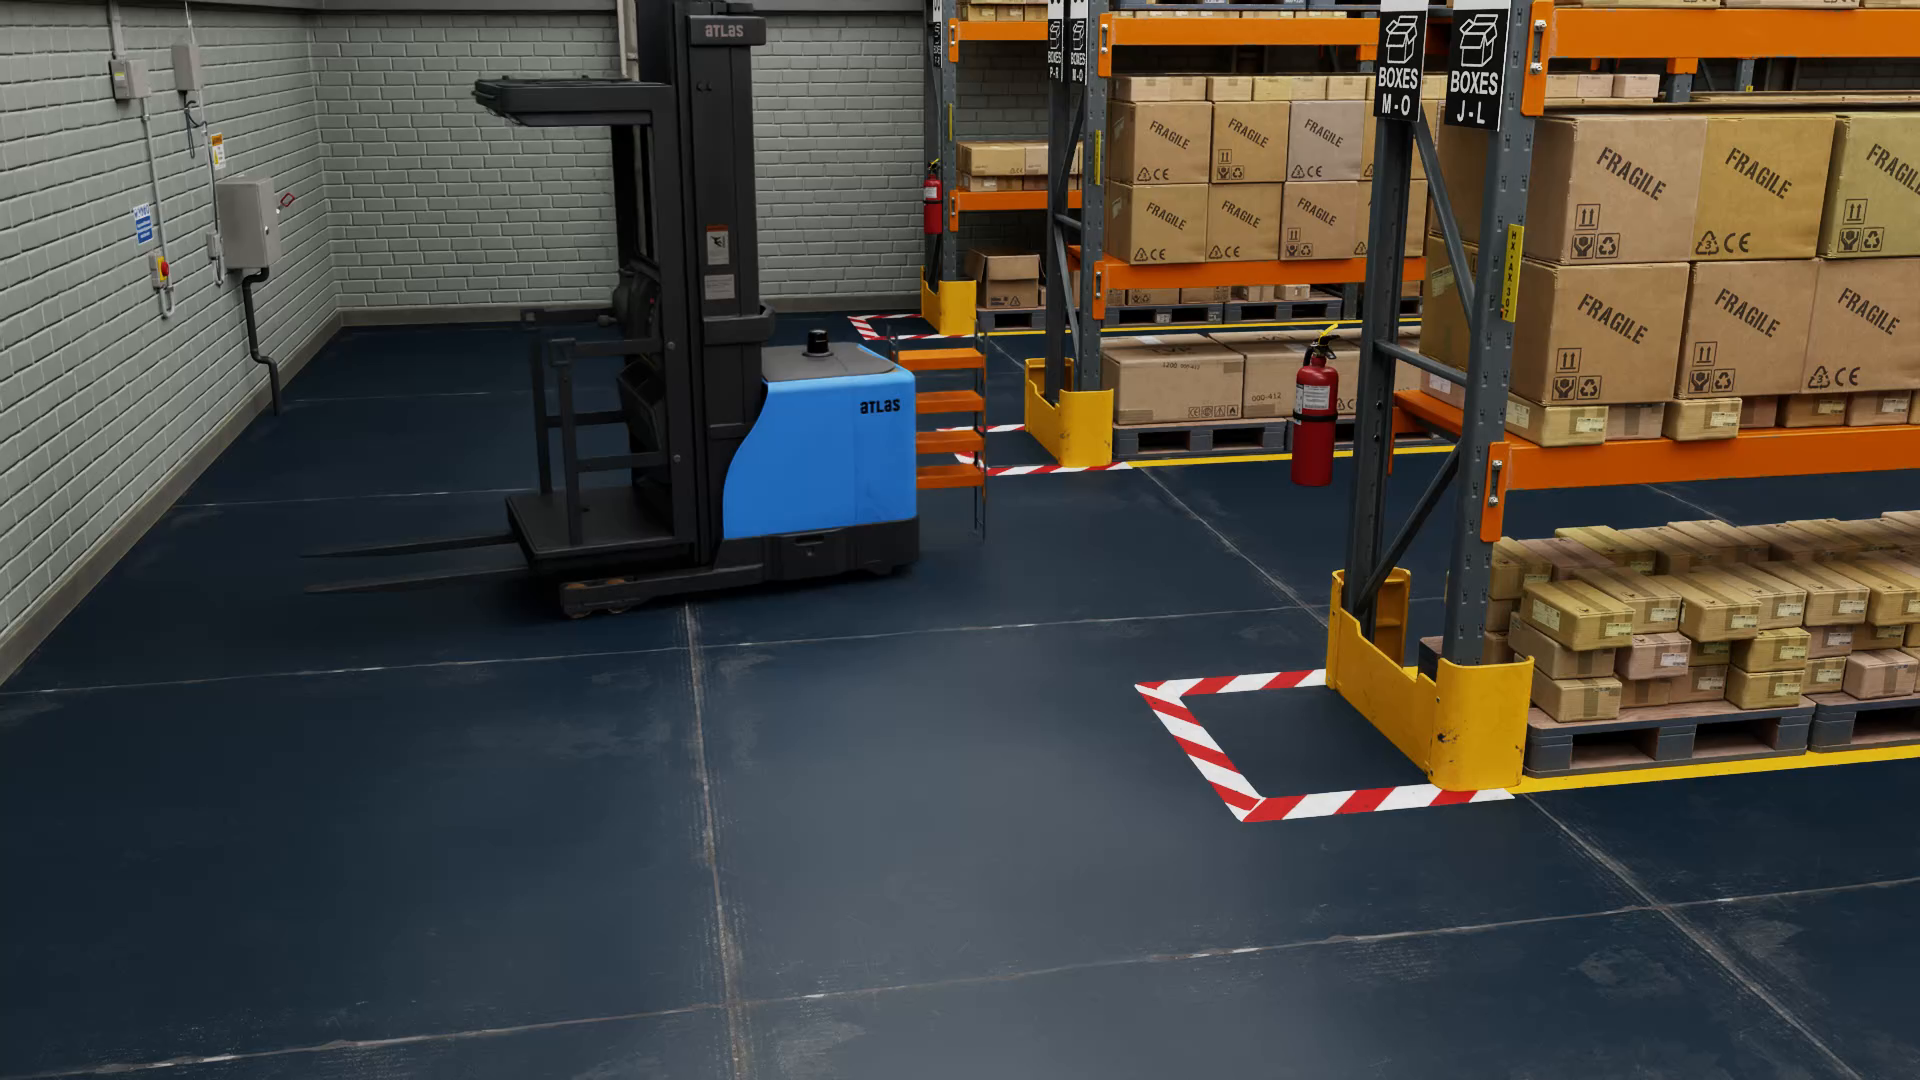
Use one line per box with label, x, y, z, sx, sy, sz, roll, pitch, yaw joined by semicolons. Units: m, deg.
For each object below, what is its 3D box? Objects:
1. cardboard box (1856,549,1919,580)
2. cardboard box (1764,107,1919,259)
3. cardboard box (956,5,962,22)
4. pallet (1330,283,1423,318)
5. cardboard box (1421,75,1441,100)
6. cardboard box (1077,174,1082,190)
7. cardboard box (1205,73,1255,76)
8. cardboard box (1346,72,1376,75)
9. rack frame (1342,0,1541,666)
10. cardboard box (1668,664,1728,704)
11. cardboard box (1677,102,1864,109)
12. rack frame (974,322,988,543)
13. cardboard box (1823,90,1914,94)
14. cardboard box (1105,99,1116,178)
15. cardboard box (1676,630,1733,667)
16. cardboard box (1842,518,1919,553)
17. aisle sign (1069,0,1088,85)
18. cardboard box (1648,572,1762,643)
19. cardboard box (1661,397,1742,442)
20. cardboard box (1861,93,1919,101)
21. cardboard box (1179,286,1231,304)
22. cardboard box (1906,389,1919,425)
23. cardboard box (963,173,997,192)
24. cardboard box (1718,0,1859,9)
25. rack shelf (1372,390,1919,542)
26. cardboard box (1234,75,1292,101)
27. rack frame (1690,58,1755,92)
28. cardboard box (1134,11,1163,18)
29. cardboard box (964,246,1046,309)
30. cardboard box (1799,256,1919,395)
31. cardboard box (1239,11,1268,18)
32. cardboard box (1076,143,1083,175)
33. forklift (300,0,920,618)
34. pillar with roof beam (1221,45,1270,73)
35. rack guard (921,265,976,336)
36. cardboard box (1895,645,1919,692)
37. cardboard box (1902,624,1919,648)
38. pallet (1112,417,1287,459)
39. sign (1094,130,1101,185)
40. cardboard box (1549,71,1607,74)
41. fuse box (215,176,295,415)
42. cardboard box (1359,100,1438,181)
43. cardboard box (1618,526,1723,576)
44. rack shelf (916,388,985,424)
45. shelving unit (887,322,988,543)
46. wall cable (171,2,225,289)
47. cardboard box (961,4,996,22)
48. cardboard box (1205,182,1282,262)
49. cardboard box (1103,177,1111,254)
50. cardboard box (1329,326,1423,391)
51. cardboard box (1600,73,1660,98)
cardboard box;3.887;0.167;6.788;0.250;0.149;0.380;-3;17;-10
cardboard box;3.292;-1.328;6.147;0.500;0.500;0.500;-4;17;-12
cardboard box;0.078;-4.910;15.507;0.250;0.149;0.380;-3;17;-9
pallet;4.526;-2.457;16.953;1.213;0.211;1.003;-3;17;-10
cardboard box;2.933;-2.959;10.860;0.250;0.149;0.380;-3;17;-10
cardboard box;1.194;-3.395;15.686;0.250;0.149;0.380;-3;17;-10
cardboard box;1.805;-3.056;11.175;0.250;0.149;0.380;-3;17;-9
cardboard box;2.822;-3.117;11.373;0.250;0.149;0.380;-3;17;-10
rack frame;1.791;-0.659;6.349;0.127;3.000;1.000;-3;17;-10
cardboard box;2.850;0.512;6.677;0.250;0.149;0.380;-3;17;-10
cardboard box;3.200;-1.484;6.655;0.500;0.500;0.500;-2;17;-8
rack frame;0.114;-0.589;9.185;0.015;1.200;0.240;-4;18;-13
cardboard box;6.585;-3.013;12.140;0.500;0.500;0.500;-3;17;-10
cardboard box;1.181;-2.702;11.126;0.500;0.500;0.500;-3;17;-9
cardboard box;2.857;0.367;6.641;0.250;0.149;0.380;-3;17;-10
cardboard box;4.051;0.032;7.225;0.250;0.149;0.380;-4;18;-13
aisle sign;0.737;-3.236;10.310;0.004;0.787;0.394;-3;17;-10
cardboard box;2.890;0.260;6.483;0.250;0.149;0.380;-3;17;-11
cardboard box;2.688;-0.488;6.221;0.250;0.149;0.380;-4;17;-12
cardboard box;6.660;-2.865;11.657;0.500;0.500;0.500;-4;17;-11
cardboard box;2.292;-2.618;16.269;0.500;0.500;0.700;-4;18;-13
cardboard box;3.693;-0.564;6.468;0.250;0.149;0.380;-3;17;-8
cardboard box;0.182;-3.330;15.474;0.250;0.149;0.380;-3;17;-11
cardboard box;2.798;-2.001;5.864;0.500;0.250;0.500;-3;17;-9
rack shelf;3.755;-0.427;6.818;4.000;0.370;1.077;-3;17;-10
cardboard box;1.930;-2.893;10.643;0.250;0.149;0.380;-4;17;-12
rack frame;7.662;-3.957;17.086;0.127;3.000;1.000;-3;17;-10
cardboard box;1.688;-4.833;15.258;0.250;0.149;0.380;-3;17;-10
cardboard box;0.426;-2.525;15.962;0.637;0.503;0.797;-4;18;-13
cardboard box;3.288;-0.855;6.311;0.500;0.500;0.500;-3;17;-10
cardboard box;2.690;-4.905;15.492;0.250;0.149;0.380;-3;17;-11
cardboard box;1.296;-3.587;15.629;0.500;0.250;0.500;-4;17;-11
forklift;-1.783;-1.197;8.218;3.031;2.935;1.130;-7;18;-21
pillar with roof beam;3.697;-5.582;12.159;0.400;9.000;9.100;-3;17;-10
rack guard;-0.118;-2.321;16.016;0.348;0.500;1.175;-3;17;-10
cardboard box;3.883;0.476;6.794;0.250;0.149;0.380;-3;17;-10
cardboard box;3.898;0.303;6.850;0.250;0.149;0.380;-2;17;-8
pallet;1.523;-0.815;11.605;1.213;0.211;1.003;-3;17;-10
sign;0.852;-2.372;10.316;0.005;0.325;0.100;-3;17;-10
cardboard box;4.321;-3.196;11.632;0.250;0.149;0.380;-4;17;-11
fuse box;-5.034;-1.758;12.120;0.414;1.711;0.539;-3;17;-10
cardboard box;2.778;-2.641;10.927;0.500;0.500;0.500;-3;17;-10
cardboard box;3.017;0.071;7.098;0.250;0.149;0.380;-4;18;-13
rack shelf;-0.124;-0.722;9.086;0.480;0.148;0.258;-4;18;-13
shelving unit;-0.124;-0.572;9.132;0.503;1.200;0.258;-4;18;-13
wall cable;-5.059;-2.654;11.112;0.122;1.984;0.588;-3;17;-10
cardboard box;0.165;-4.776;15.071;0.250;0.149;0.380;-3;17;-9
cardboard box;1.770;-2.109;10.898;0.500;0.500;0.500;-3;17;-11
cardboard box;1.176;-2.232;11.298;0.500;0.500;0.500;-3;17;-10
cardboard box;3.165;-1.225;11.841;0.875;0.438;0.875;-4;17;-12
cardboard box;4.438;-3.030;11.091;0.250;0.149;0.380;-4;17;-12
